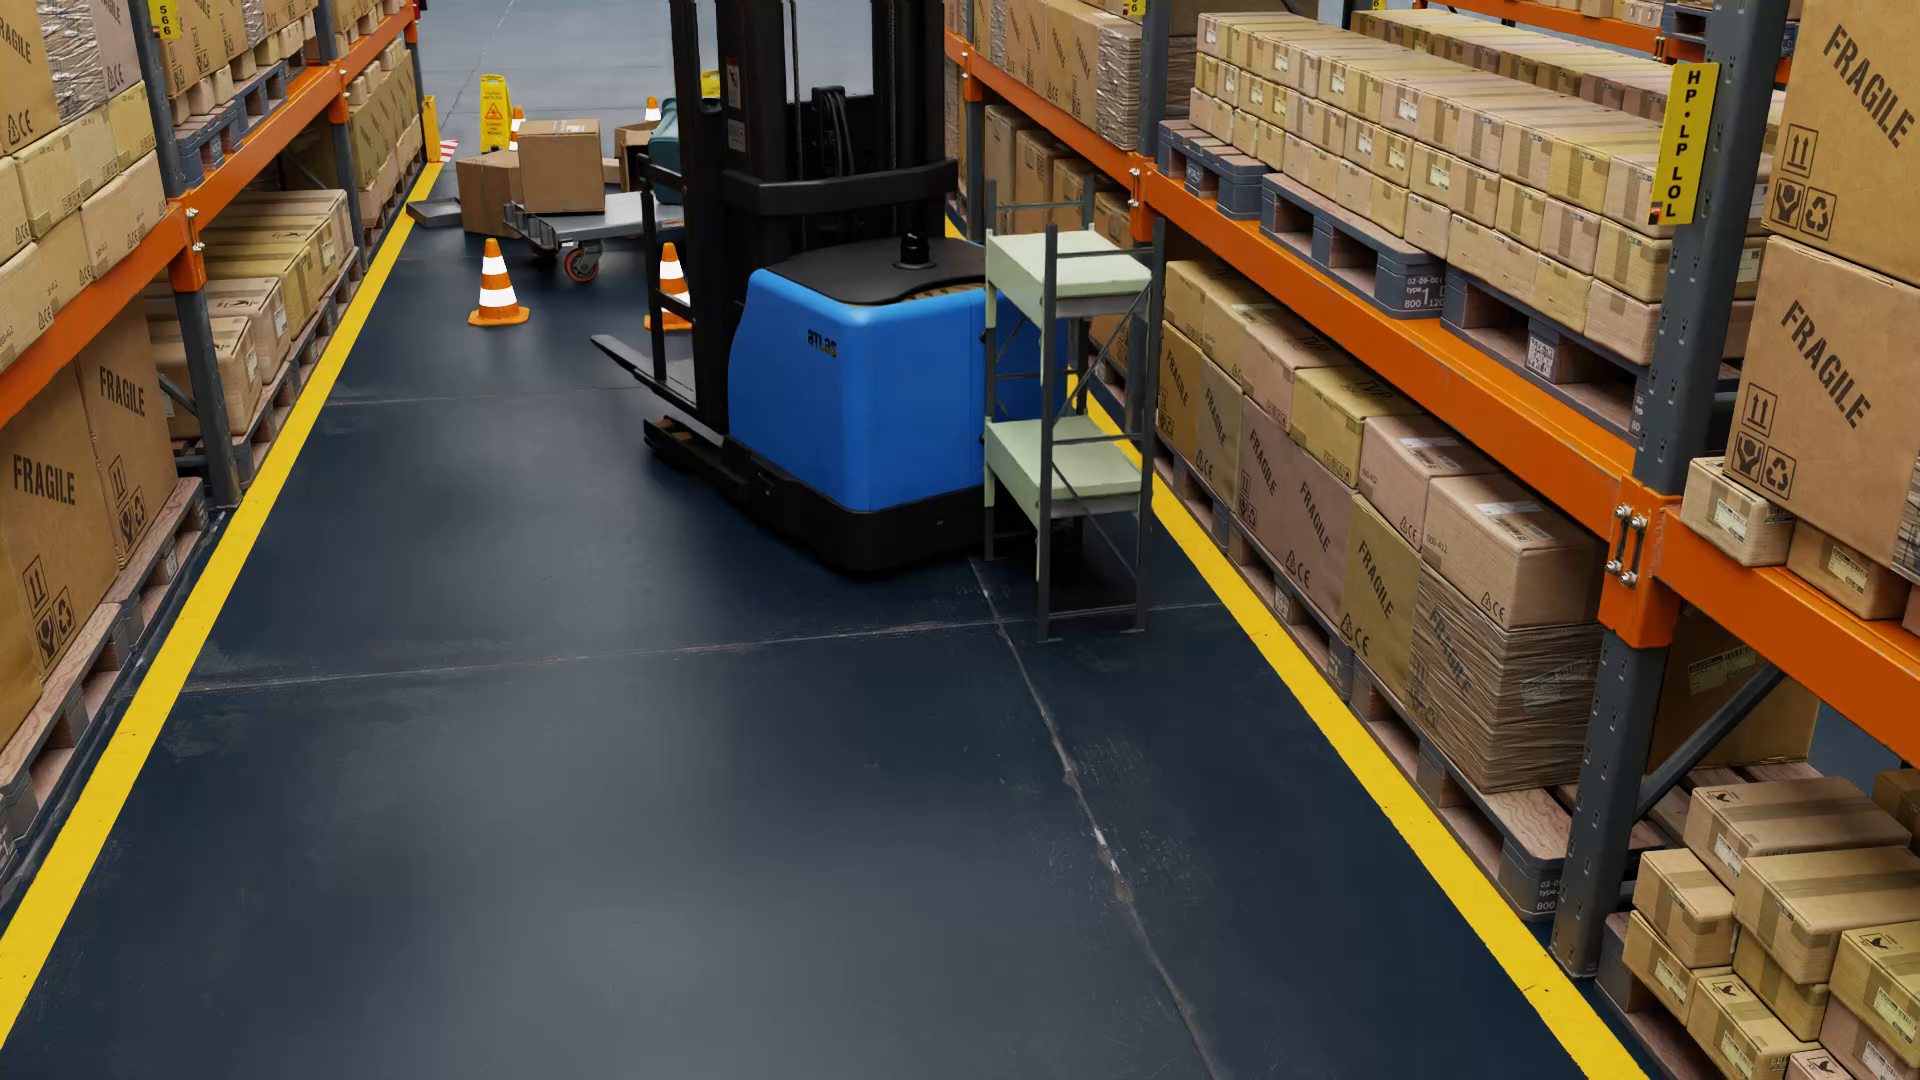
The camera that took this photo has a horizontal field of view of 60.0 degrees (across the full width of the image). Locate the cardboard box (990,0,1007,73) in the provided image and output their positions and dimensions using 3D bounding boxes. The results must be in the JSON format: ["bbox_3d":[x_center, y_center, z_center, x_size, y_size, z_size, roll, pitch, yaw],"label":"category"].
[{"bbox_3d":[0.472,-3.088,9.947,0.500,0.500,0.500,-4,24,-9],"label":"cardboard box"}]

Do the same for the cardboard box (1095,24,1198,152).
[{"bbox_3d":[0.938,-2.097,7.678,0.500,0.500,0.500,-4,24,-10],"label":"cardboard box"}]

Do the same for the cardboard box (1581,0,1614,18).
[{"bbox_3d":[4.930,-4.034,12.552,0.380,0.149,0.250,-4,24,-10],"label":"cardboard box"}]

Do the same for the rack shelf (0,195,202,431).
[{"bbox_3d":[-3.191,-0.371,4.751,1.077,0.370,4.000,-4,24,-10],"label":"rack shelf"}]

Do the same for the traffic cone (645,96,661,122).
[{"bbox_3d":[-2.665,-3.614,14.447,0.336,0.463,0.334,-4,24,-10],"label":"traffic cone"}]

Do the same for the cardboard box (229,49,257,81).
[{"bbox_3d":[-3.689,-2.346,8.162,0.380,0.149,0.250,-4,24,-8],"label":"cardboard box"}]

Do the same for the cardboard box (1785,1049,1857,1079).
[{"bbox_3d":[1.923,1.159,3.385,0.380,0.149,0.250,-4,24,-10],"label":"cardboard box"}]

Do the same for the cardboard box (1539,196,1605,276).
[{"bbox_3d":[1.707,-0.779,4.204,0.380,0.149,0.250,-4,24,-9],"label":"cardboard box"}]

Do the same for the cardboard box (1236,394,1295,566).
[{"bbox_3d":[1.361,-0.244,6.160,0.500,0.500,0.500,-5,24,-11],"label":"cardboard box"}]

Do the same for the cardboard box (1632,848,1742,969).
[{"bbox_3d":[1.777,0.824,3.782,0.380,0.149,0.250,-3,24,-7],"label":"cardboard box"}]

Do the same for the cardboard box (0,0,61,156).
[{"bbox_3d":[-3.020,-1.411,4.858,0.500,0.500,0.500,-4,24,-10],"label":"cardboard box"}]

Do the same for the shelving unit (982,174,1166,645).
[{"bbox_3d":[0.381,-0.481,5.978,0.431,1.500,0.755,-6,24,-13],"label":"shelving unit"}]

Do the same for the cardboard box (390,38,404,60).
[{"bbox_3d":[-4.502,-3.772,12.803,0.380,0.149,0.250,-4,24,-8],"label":"cardboard box"}]

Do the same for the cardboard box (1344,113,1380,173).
[{"bbox_3d":[1.471,-1.290,5.374,0.380,0.149,0.250,-3,24,-8],"label":"cardboard box"}]

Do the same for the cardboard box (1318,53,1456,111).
[{"bbox_3d":[1.425,-1.531,5.553,0.380,0.149,0.250,-4,24,-8],"label":"cardboard box"}]

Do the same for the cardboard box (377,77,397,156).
[{"bbox_3d":[-4.349,-3.003,11.851,0.500,0.500,0.500,-3,24,-7],"label":"cardboard box"}]

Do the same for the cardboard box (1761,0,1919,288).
[{"bbox_3d":[1.869,-0.765,3.008,0.500,0.500,0.500,-4,24,-8],"label":"cardboard box"}]

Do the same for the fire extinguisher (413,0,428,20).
[{"bbox_3d":[-4.608,-4.678,13.810,0.296,0.674,0.183,-4,24,-10],"label":"fire extinguisher"}]

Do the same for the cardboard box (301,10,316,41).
[{"bbox_3d":[-3.934,-2.956,9.560,0.380,0.149,0.250,-4,24,-9],"label":"cardboard box"}]

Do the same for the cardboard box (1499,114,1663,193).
[{"bbox_3d":[1.662,-1.021,4.386,0.380,0.149,0.250,-5,24,-11],"label":"cardboard box"}]

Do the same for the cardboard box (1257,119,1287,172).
[{"bbox_3d":[1.321,-1.462,6.140,0.380,0.149,0.250,-3,24,-7],"label":"cardboard box"}]

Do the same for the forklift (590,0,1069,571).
[{"bbox_3d":[-0.794,-1.763,7.125,1.130,2.935,3.031,-15,28,-31],"label":"forklift"}]

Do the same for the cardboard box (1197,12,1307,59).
[{"bbox_3d":[1.181,-2.046,6.732,0.380,0.149,0.250,-4,24,-10],"label":"cardboard box"}]

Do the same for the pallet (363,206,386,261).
[{"bbox_3d":[-4.459,-2.045,11.168,1.003,0.211,1.213,-4,24,-10],"label":"pallet"}]

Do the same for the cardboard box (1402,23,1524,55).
[{"bbox_3d":[1.919,-1.883,6.359,0.380,0.149,0.250,-4,24,-8],"label":"cardboard box"}]

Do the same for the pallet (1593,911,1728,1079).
[{"bbox_3d":[2.184,1.219,3.695,1.003,0.211,1.213,-4,24,-10],"label":"pallet"}]

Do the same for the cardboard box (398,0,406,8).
[{"bbox_3d":[-4.605,-4.296,13.154,0.380,0.149,0.250,-5,24,-10],"label":"cardboard box"}]

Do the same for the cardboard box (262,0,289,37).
[{"bbox_3d":[-3.807,-2.872,8.558,0.500,0.500,0.500,-3,24,-8],"label":"cardboard box"}]

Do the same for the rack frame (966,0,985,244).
[{"bbox_3d":[0.546,-3.467,10.941,1.000,3.000,0.127,-4,24,-10],"label":"rack frame"}]

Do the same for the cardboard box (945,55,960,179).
[{"bbox_3d":[0.328,-3.293,12.671,0.875,0.875,0.875,-4,24,-9],"label":"cardboard box"}]

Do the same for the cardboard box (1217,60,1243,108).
[{"bbox_3d":[1.230,-1.796,6.532,0.380,0.149,0.250,-3,24,-7],"label":"cardboard box"}]

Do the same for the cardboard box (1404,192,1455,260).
[{"bbox_3d":[1.561,-0.947,4.960,0.380,0.149,0.250,-5,24,-12],"label":"cardboard box"}]

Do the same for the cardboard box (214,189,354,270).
[{"bbox_3d":[-4.201,-1.843,9.981,0.950,0.372,0.625,-4,24,-9],"label":"cardboard box"}]

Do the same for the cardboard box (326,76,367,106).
[{"bbox_3d":[-4.108,-2.940,10.897,0.380,0.149,0.250,-4,24,-9],"label":"cardboard box"}]

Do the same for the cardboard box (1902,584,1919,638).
[{"bbox_3d":[1.977,0.128,3.024,0.380,0.149,0.250,-5,24,-12],"label":"cardboard box"}]

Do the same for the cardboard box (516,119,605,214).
[{"bbox_3d":[-2.557,-2.406,10.688,0.500,0.500,0.500,-4,24,-10],"label":"cardboard box"}]

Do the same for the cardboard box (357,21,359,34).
[{"bbox_3d":[-4.312,-3.494,11.315,0.380,0.149,0.250,-4,24,-10],"label":"cardboard box"}]

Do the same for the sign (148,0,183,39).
[{"bbox_3d":[-3.016,-2.061,6.274,0.100,0.325,0.005,-4,24,-10],"label":"sign"}]

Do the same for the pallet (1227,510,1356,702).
[{"bbox_3d":[1.651,0.171,6.096,1.003,0.211,1.213,-4,24,-10],"label":"pallet"}]

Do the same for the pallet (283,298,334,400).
[{"bbox_3d":[-3.926,-0.996,8.767,1.003,0.211,1.213,-4,24,-10],"label":"pallet"}]

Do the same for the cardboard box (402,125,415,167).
[{"bbox_3d":[-4.538,-3.064,12.929,0.500,0.250,0.500,-4,24,-10],"label":"cardboard box"}]

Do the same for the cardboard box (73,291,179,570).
[{"bbox_3d":[-3.515,-0.429,6.113,0.875,0.875,0.875,-5,24,-10],"label":"cardboard box"}]

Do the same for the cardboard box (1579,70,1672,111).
[{"bbox_3d":[2.164,-1.368,5.180,0.380,0.149,0.250,-3,24,-8],"label":"cardboard box"}]

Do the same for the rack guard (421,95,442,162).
[{"bbox_3d":[-5.026,-3.459,14.045,1.175,0.500,0.348,-4,24,-10],"label":"rack guard"}]

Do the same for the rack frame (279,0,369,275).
[{"bbox_3d":[-4.300,-3.061,10.011,1.000,3.000,0.127,-4,24,-10],"label":"rack frame"}]

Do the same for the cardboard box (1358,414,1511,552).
[{"bbox_3d":[1.557,-0.188,5.095,0.500,0.250,0.500,-3,24,-7],"label":"cardboard box"}]

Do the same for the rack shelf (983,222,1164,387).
[{"bbox_3d":[0.381,-0.839,5.821,0.431,0.370,0.720,-6,24,-13],"label":"rack shelf"}]

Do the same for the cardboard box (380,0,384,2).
[{"bbox_3d":[-4.492,-4.229,12.189,0.500,0.500,0.500,-4,24,-10],"label":"cardboard box"}]

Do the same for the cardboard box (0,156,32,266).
[{"bbox_3d":[-2.912,-0.871,4.559,0.500,0.250,0.500,-5,24,-11],"label":"cardboard box"}]

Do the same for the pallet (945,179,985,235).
[{"bbox_3d":[0.482,-2.494,12.197,1.003,0.211,1.213,-4,24,-10],"label":"pallet"}]
